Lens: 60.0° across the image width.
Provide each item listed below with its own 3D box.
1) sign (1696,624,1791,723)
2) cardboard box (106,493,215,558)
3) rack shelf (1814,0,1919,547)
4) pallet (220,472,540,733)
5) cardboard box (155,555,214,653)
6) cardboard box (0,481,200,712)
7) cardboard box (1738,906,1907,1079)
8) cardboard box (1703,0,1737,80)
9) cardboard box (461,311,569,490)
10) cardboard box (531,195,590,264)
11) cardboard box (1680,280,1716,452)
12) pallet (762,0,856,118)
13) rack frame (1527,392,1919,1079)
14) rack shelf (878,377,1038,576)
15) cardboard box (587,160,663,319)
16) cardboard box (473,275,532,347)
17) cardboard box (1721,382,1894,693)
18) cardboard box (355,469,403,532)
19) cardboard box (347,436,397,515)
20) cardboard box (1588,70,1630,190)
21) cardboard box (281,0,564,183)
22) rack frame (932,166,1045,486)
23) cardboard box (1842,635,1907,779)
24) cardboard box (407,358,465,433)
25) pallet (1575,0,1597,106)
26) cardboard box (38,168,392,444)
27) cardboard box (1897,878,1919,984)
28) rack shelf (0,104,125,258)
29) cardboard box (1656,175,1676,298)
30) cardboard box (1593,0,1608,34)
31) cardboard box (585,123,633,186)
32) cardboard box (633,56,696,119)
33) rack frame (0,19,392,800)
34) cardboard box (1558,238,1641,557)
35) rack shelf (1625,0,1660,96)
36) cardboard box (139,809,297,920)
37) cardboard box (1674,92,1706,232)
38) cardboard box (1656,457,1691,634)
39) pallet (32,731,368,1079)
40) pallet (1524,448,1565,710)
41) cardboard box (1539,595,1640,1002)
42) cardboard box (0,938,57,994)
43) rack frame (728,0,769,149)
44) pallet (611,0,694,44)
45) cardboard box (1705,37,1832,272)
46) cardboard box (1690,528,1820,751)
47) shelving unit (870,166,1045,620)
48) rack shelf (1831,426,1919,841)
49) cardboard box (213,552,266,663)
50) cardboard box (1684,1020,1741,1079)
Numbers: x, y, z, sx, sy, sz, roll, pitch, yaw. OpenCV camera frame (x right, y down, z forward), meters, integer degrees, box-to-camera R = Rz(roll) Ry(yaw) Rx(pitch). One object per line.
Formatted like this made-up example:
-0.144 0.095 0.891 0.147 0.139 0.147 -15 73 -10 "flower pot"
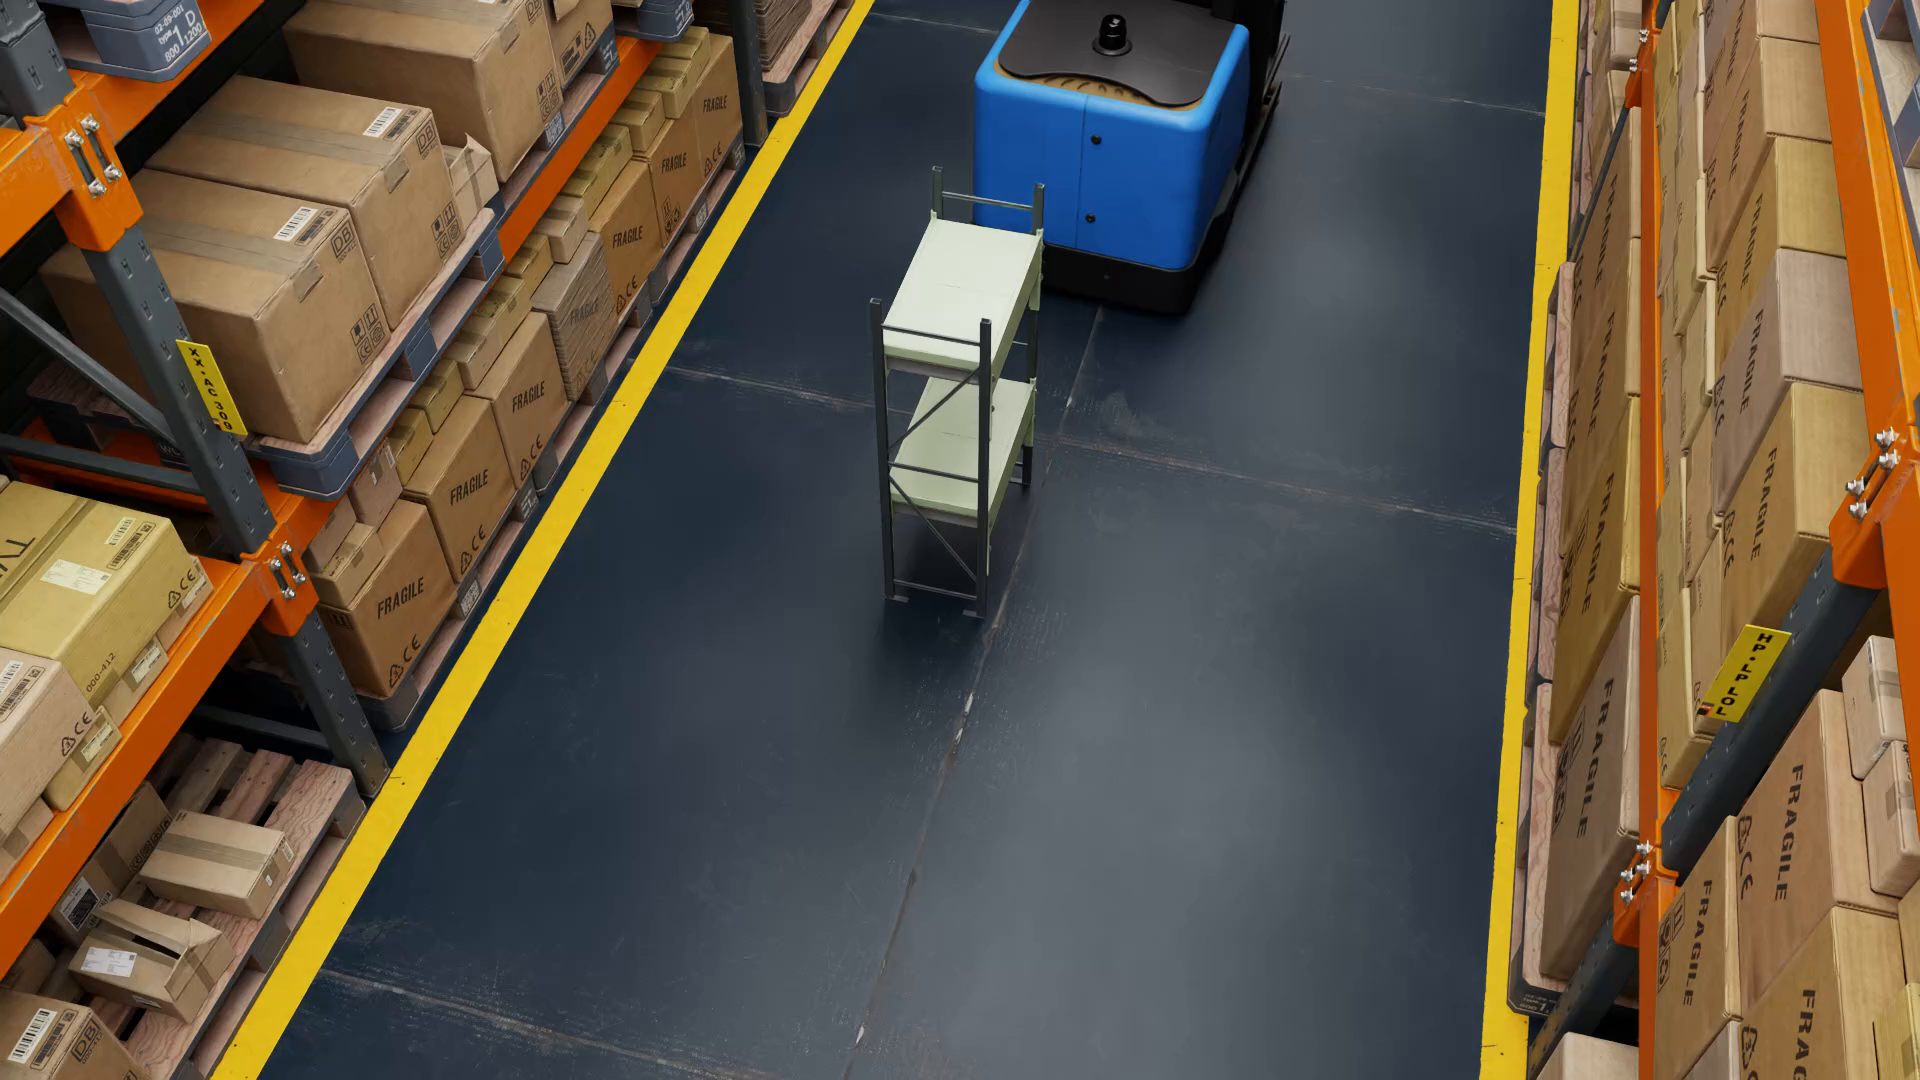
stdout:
1.736 0.300 3.684 0.100 0.325 0.005 12 50 10 "sign"
-2.709 -0.070 5.684 0.380 0.149 0.250 10 49 9 "cardboard box"
2.788 -1.444 4.422 1.077 0.370 4.000 12 50 10 "rack shelf"
-2.350 0.107 6.434 1.003 0.211 1.213 12 50 10 "pallet"
-2.368 0.144 4.709 0.380 0.149 0.250 12 50 11 "cardboard box"
-2.426 0.148 4.440 0.500 0.250 0.500 13 50 11 "cardboard box"
1.764 1.054 3.005 0.500 0.500 0.500 11 49 10 "cardboard box"
2.828 -1.831 5.551 0.500 0.500 0.500 12 50 10 "cardboard box"
-1.917 -0.585 6.571 0.500 0.500 0.500 10 49 9 "cardboard box"
-1.737 -1.279 6.751 0.380 0.149 0.250 9 49 8 "cardboard box"
2.398 -0.465 4.845 0.500 0.250 0.500 13 50 11 "cardboard box"
-1.221 -2.778 8.980 1.003 0.211 1.213 12 50 10 "pallet"
2.262 0.757 4.000 1.000 3.000 0.127 12 50 10 "rack frame"
0.002 -0.285 6.355 0.431 0.370 0.720 12 50 10 "rack shelf"
-1.656 -1.338 7.236 0.500 0.500 0.500 14 50 12 "cardboard box"
-1.893 -0.910 6.426 0.380 0.149 0.250 13 50 11 "cardboard box"
2.137 0.020 3.917 0.500 0.500 0.500 13 50 11 "cardboard box"
-2.178 -0.169 5.772 0.380 0.149 0.250 10 49 9 "cardboard box"
-2.154 -0.249 5.644 0.380 0.149 0.250 9 49 8 "cardboard box"
3.473 -1.813 7.741 0.950 0.372 0.625 9 49 7 "cardboard box"
-1.842 -1.640 5.769 0.700 0.500 0.500 11 50 10 "cardboard box"
0.098 -0.766 6.344 0.400 1.500 0.023 12 50 10 "rack frame"
1.929 0.355 3.188 0.380 0.149 0.250 11 49 9 "cardboard box"
-2.063 -0.558 6.115 0.380 0.149 0.250 11 49 9 "cardboard box"
3.845 -2.658 8.874 1.003 0.211 1.213 12 50 10 "pallet"
-2.185 -0.698 4.937 0.700 0.500 0.500 13 50 11 "cardboard box"
1.850 0.737 2.851 0.380 0.149 0.250 11 49 10 "cardboard box"
-3.054 0.472 2.731 1.077 0.370 4.000 12 50 10 "rack shelf"
2.681 -1.029 5.677 0.500 0.250 0.500 13 50 11 "cardboard box"
3.865 -2.895 8.696 0.950 0.372 0.625 13 50 11 "cardboard box"
-1.628 -1.665 7.092 0.380 0.149 0.250 13 50 11 "cardboard box"
-1.402 -2.029 7.413 0.380 0.149 0.250 9 49 8 "cardboard box"
-2.528 -0.220 4.862 1.000 3.000 0.127 12 50 10 "rack frame"
2.814 -0.445 6.198 0.875 0.875 0.875 12 50 10 "cardboard box"
3.841 -3.345 8.100 1.077 0.370 4.000 12 50 10 "rack shelf"
-2.391 1.045 5.367 0.380 0.149 0.250 10 49 9 "cardboard box"
2.663 -1.203 5.496 0.500 0.250 0.500 11 50 10 "cardboard box"
2.272 0.064 4.712 0.500 0.250 0.500 11 49 10 "cardboard box"
-2.709 1.199 5.470 1.003 0.211 1.213 12 50 10 "pallet"
2.712 0.221 6.333 1.003 0.211 1.213 12 50 10 "pallet"
2.348 0.857 5.049 0.875 0.875 0.875 13 50 11 "cardboard box"
-3.044 1.329 5.116 0.380 0.149 0.250 11 49 10 "cardboard box"
-1.475 -3.113 7.416 1.000 3.000 0.127 12 50 10 "rack frame"
-1.586 -2.546 7.043 1.213 0.211 1.003 12 50 10 "pallet"
2.541 -1.096 4.902 0.500 0.500 0.500 12 50 11 "cardboard box"
2.143 0.274 4.193 0.500 0.250 0.500 12 50 10 "cardboard box"
0.002 -0.501 6.111 0.431 1.500 0.755 12 50 10 "shelving unit"
1.736 1.449 1.869 1.077 0.370 4.000 12 50 10 "rack shelf"
-2.684 0.055 6.007 0.500 0.500 0.500 11 50 10 "cardboard box"
1.750 1.375 3.388 0.500 0.500 0.500 12 50 10 "cardboard box"
